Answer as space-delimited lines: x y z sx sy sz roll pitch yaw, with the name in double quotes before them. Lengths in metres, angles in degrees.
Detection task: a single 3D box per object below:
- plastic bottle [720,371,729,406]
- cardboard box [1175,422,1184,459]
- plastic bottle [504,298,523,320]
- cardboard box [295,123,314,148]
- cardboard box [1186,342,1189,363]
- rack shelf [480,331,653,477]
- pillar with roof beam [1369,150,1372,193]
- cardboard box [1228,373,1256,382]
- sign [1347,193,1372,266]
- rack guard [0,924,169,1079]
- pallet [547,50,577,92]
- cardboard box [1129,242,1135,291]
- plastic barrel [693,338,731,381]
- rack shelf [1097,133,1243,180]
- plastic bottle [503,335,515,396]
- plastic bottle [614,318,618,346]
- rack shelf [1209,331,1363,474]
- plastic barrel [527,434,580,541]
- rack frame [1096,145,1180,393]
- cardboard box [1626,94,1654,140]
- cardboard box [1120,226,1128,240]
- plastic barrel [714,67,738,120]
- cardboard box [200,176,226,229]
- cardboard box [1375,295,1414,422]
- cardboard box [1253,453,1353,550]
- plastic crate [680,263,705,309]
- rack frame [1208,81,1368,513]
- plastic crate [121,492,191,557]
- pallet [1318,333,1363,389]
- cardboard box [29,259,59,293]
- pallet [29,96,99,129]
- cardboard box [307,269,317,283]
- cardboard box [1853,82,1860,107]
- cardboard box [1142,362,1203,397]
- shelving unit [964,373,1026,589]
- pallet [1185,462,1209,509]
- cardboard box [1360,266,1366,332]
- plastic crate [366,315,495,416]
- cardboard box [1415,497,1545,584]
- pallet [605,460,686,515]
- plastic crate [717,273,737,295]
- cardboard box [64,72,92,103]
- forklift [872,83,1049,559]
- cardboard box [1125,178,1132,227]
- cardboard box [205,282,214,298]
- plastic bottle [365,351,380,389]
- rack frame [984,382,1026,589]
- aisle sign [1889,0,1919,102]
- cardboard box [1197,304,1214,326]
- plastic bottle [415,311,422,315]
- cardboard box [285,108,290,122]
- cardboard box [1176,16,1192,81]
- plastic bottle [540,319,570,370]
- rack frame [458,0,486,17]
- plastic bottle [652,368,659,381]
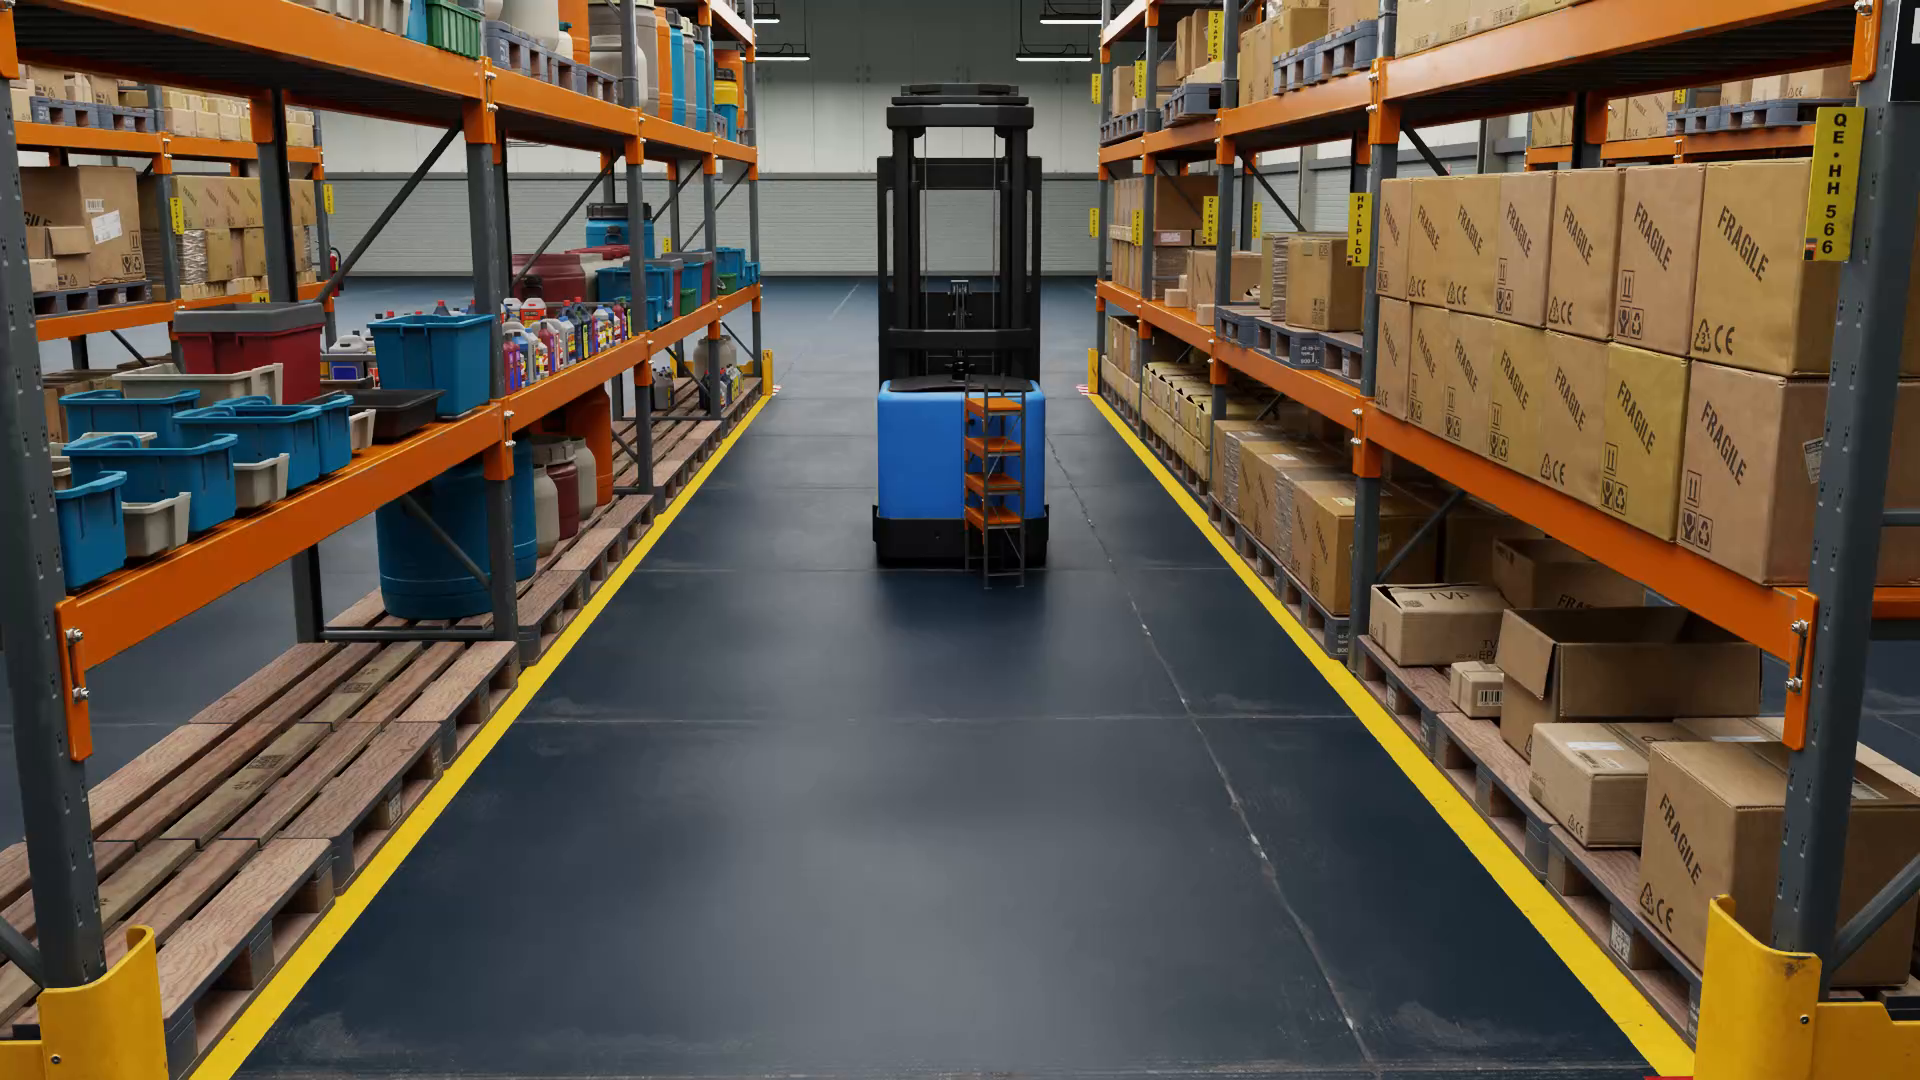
"plastic bottle" -2.358 -1.490 16.415 0.144 0.351 0.185 0 11 0
"cardboard box" 2.003 -0.799 13.313 0.500 0.250 0.500 0 11 0
"plastic bottle" -2.987 -1.467 11.059 0.152 0.276 0.135 0 11 -1
"cardboard box" -7.526 -4.487 18.464 0.500 0.250 0.500 0 11 0
"cardboard box" 2.482 -1.849 16.600 0.500 0.500 0.500 0 11 -1
"rack shelf" -2.632 -0.865 9.589 1.077 0.370 4.000 0 11 -1
"pillar with roof beam" 3.394 -8.418 29.922 9.100 9.000 0.400 0 11 -1
"cardboard box" 2.517 -1.281 14.279 0.500 0.311 0.500 0 11 -1
"sign" 1.807 -1.404 7.524 0.100 0.325 0.005 0 11 -1
"rack guard" -2.494 1.205 3.863 1.175 0.500 0.348 0 11 -1
"pallet" -2.731 -2.579 9.155 1.003 0.211 1.213 0 11 -1
"cardboard box" 2.146 -2.874 17.428 0.700 0.500 0.500 0 11 1
"plastic barrel" -2.738 -1.962 18.387 0.421 0.512 0.421 0 11 0
"rack shelf" 2.155 -3.945 17.226 1.077 0.370 4.000 0 11 -1
"plastic bottle" -2.172 -0.838 7.937 0.061 0.283 0.133 0 11 -1
"plastic bottle" -2.247 -1.351 10.674 0.097 0.201 0.097 0 11 0
"rack shelf" 2.321 -0.885 9.685 1.077 0.370 4.000 0 11 -1
"plastic barrel" -2.623 -0.318 10.089 0.600 0.588 0.708 0 11 -1
"rack frame" 2.114 -3.225 19.412 1.000 3.000 0.127 0 11 -1
"cardboard box" 6.894 -4.180 16.272 0.500 0.500 0.500 -1 12 -6
"cardboard box" 1.930 -3.308 17.937 0.380 0.149 0.250 -1 11 -3
"plastic barrel" -2.688 -4.748 17.842 0.600 0.588 0.600 0 11 0
"cardboard box" -7.475 -3.265 16.093 0.500 0.500 0.500 0 11 -1
"cardboard box" 2.100 -0.786 7.139 0.500 0.500 0.500 0 11 0
"cardboard box" 2.041 -0.226 9.811 0.500 0.500 0.500 -1 11 -3
"plastic crate" -2.422 -2.185 14.323 0.392 0.384 0.575 0 11 -1
"rack frame" 2.279 -1.635 11.573 1.000 3.000 0.127 0 11 -1
"plastic crate" -2.108 -0.040 4.223 0.250 0.136 0.298 0 11 -1
"pallet" 2.455 -0.905 8.458 1.003 0.211 1.213 0 11 -1
"cardboard box" -7.430 -2.061 12.996 0.500 0.250 0.500 -1 11 -3
"pallet" -7.777 -3.439 13.393 1.213 0.211 1.003 0 11 -1
"cardboard box" -7.578 -3.006 18.965 0.380 0.149 0.250 0 11 -1
"cardboard box" 7.298 -3.445 12.639 0.797 0.503 0.637 1 12 7
"cardboard box" 1.956 -1.480 15.259 0.500 0.311 0.500 0 11 -1
"shelving unit" 0.202 -0.355 9.791 0.258 1.200 0.503 -3 12 -12
"pallet" 2.301 -0.432 12.658 1.003 0.211 1.213 0 11 -1
"cardboard box" 2.498 -1.326 8.744 0.700 0.500 0.500 2 12 8
"plastic crate" -2.240 -0.750 7.103 0.392 0.384 0.575 0 11 -1
"cardboard box" 2.596 0.073 8.338 0.500 0.500 0.500 -1 11 -4
"pallet" -2.650 -0.403 12.514 1.003 0.211 1.213 0 11 -1
"plastic crate" -2.502 -2.578 16.753 0.450 0.188 0.662 0 11 -1
"cardboard box" -7.588 -3.814 14.050 0.396 0.266 0.258 0 11 1
"forklift" -0.008 -1.562 11.385 1.130 2.935 3.031 0 11 -1
"cardboard box" 2.139 -3.602 17.754 0.700 0.500 0.500 0 11 -1
"cardboard box" -7.436 -2.410 16.027 0.380 0.149 0.250 0 11 -1
"plastic bottle" -2.797 -0.804 7.978 0.097 0.201 0.097 0 11 0
"rack frame" 0.255 -0.308 9.558 0.240 1.200 0.015 -3 12 -12
"aisle sign" 2.140 -1.304 3.403 0.394 0.787 0.004 0 11 -1
"cardboard box" 1.984 -1.689 12.474 0.380 0.149 0.250 0 11 -1
"plastic bottle" -2.796 -1.015 8.640 0.144 0.351 0.185 0 11 -1
"cardboard box" -7.440 -4.567 17.858 0.380 0.149 0.250 0 11 -1
"cardboard box" 2.170 -4.277 14.488 0.500 0.500 0.500 0 11 0
"plastic bottle" -2.243 -1.083 9.166 0.152 0.276 0.135 0 11 -1
"rack frame" -2.590 -3.760 6.961 1.000 3.000 0.127 0 11 -1
"plastic bottle" -3.068 -1.557 16.745 0.144 0.351 0.185 0 11 -2
